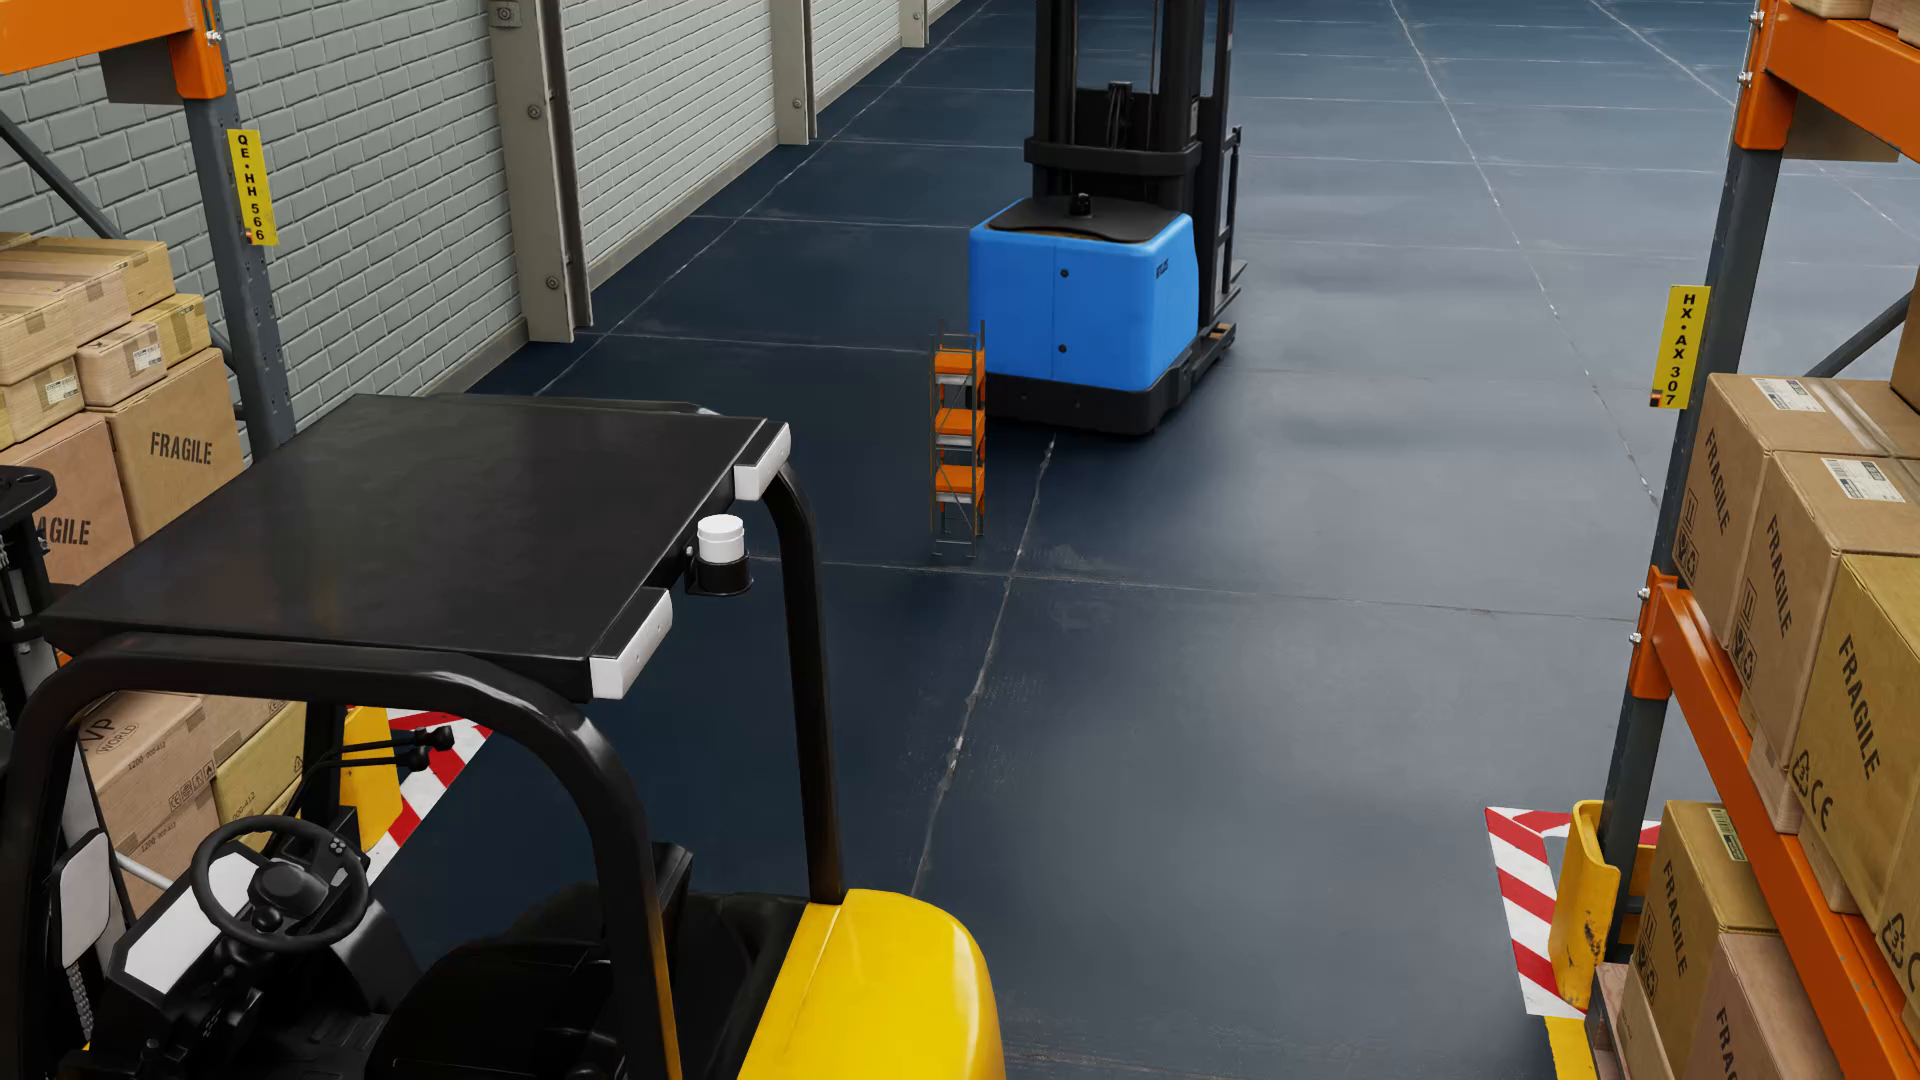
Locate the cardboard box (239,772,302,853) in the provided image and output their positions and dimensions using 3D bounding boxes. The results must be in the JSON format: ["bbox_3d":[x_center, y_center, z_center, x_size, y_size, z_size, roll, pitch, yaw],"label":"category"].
[{"bbox_3d":[-2.291,0.872,5.098,0.500,0.250,0.500,4,25,9],"label":"cardboard box"}]

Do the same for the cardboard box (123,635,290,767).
[{"bbox_3d":[-2.294,0.415,4.895,0.500,0.250,0.500,5,26,10],"label":"cardboard box"}]

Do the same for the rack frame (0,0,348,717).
[{"bbox_3d":[-2.526,-0.402,5.070,1.000,3.000,0.127,4,25,9],"label":"rack frame"}]

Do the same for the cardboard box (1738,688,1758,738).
[{"bbox_3d":[1.961,0.394,3.667,0.380,0.149,0.250,3,25,7],"label":"cardboard box"}]

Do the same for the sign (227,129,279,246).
[{"bbox_3d":[-1.993,-0.990,4.682,0.100,0.325,0.005,4,25,9],"label":"sign"}]

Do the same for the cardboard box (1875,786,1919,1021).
[{"bbox_3d":[1.782,0.583,2.498,0.500,0.500,0.500,4,25,7],"label":"cardboard box"}]

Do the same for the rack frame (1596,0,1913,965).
[{"bbox_3d":[2.371,-0.060,4.339,1.000,3.000,0.127,4,25,9],"label":"rack frame"}]

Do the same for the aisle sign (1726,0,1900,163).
[{"bbox_3d":[2.076,-1.284,3.889,0.394,0.787,0.004,4,25,9],"label":"aisle sign"}]

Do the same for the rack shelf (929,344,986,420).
[{"bbox_3d":[-0.009,-0.701,7.364,0.215,0.259,0.240,4,25,9],"label":"rack shelf"}]

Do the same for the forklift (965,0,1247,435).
[{"bbox_3d":[1.056,-2.479,9.588,1.130,2.935,3.031,10,27,20],"label":"forklift"}]

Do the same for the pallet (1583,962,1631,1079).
[{"bbox_3d":[2.191,1.572,4.142,1.003,0.211,1.213,4,25,9],"label":"pallet"}]

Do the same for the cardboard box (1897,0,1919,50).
[{"bbox_3d":[1.965,-0.964,3.029,0.380,0.149,0.250,5,25,10],"label":"cardboard box"}]

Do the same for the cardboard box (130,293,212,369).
[{"bbox_3d":[-2.307,-0.577,4.560,0.380,0.149,0.250,4,25,9],"label":"cardboard box"}]

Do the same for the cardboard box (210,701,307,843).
[{"bbox_3d":[-2.297,0.652,4.977,0.500,0.250,0.500,4,25,8],"label":"cardboard box"}]

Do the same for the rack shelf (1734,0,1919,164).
[{"bbox_3d":[2.044,-0.256,2.069,1.077,0.370,4.000,4,25,9],"label":"rack shelf"}]

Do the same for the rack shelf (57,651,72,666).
[{"bbox_3d":[-2.853,0.760,3.436,1.077,0.370,4.000,4,25,9],"label":"rack shelf"}]

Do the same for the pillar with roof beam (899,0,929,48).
[{"bbox_3d":[3.660,-10.120,18.756,9.100,9.000,0.400,4,25,9],"label":"pillar with roof beam"}]

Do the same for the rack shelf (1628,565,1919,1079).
[{"bbox_3d":[2.044,1.103,2.705,1.077,0.370,4.000,4,25,9],"label":"rack shelf"}]

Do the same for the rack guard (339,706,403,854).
[{"bbox_3d":[-2.522,0.720,5.622,1.175,0.500,0.348,4,25,9],"label":"rack guard"}]

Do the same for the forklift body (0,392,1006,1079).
[{"bbox_3d":[-1.036,0.902,3.286,2.313,2.155,1.214,4,25,9],"label":"forklift body"}]

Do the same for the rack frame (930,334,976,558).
[{"bbox_3d":[-0.029,-0.402,7.371,0.200,1.050,0.008,4,25,9],"label":"rack frame"}]

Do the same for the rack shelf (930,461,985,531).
[{"bbox_3d":[-0.009,-0.192,7.602,0.215,0.259,0.240,4,25,9],"label":"rack shelf"}]

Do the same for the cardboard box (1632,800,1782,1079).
[{"bbox_3d":[1.963,0.984,3.973,0.500,0.500,0.500,3,25,7],"label":"cardboard box"}]

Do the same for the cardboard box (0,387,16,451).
[{"bbox_3d":[-2.474,-0.261,3.885,0.380,0.149,0.250,4,25,8],"label":"cardboard box"}]

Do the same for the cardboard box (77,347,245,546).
[{"bbox_3d":[-2.348,-0.223,4.571,0.500,0.500,0.500,3,25,7],"label":"cardboard box"}]

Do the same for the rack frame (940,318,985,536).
[{"bbox_3d":[0.011,-0.504,7.589,0.200,1.050,0.008,4,25,9],"label":"rack frame"}]

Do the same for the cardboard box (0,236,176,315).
[{"bbox_3d":[-2.377,-0.711,4.497,0.380,0.149,0.250,4,25,9],"label":"cardboard box"}]

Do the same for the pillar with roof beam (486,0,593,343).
[{"bbox_3d":[1.698,-5.101,8.034,9.100,9.000,0.400,4,25,9],"label":"pillar with roof beam"}]

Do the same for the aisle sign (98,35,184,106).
[{"bbox_3d":[-2.226,-1.586,4.535,0.394,0.787,0.004,4,25,9],"label":"aisle sign"}]

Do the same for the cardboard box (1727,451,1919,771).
[{"bbox_3d":[1.939,0.156,3.409,0.500,0.500,0.500,5,26,10],"label":"cardboard box"}]

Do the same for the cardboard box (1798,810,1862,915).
[{"bbox_3d":[1.865,0.607,3.211,0.380,0.149,0.250,5,25,10],"label":"cardboard box"}]

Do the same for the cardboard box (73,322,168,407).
[{"bbox_3d":[-2.319,-0.468,4.328,0.380,0.149,0.250,4,25,9],"label":"cardboard box"}]

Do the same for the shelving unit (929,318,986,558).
[{"bbox_3d":[-0.009,-0.453,7.480,0.215,1.050,0.252,4,25,9],"label":"shelving unit"}]

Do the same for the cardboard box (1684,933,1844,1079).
[{"bbox_3d":[1.882,1.203,3.505,0.500,0.500,0.500,3,25,7],"label":"cardboard box"}]

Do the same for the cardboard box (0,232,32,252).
[{"bbox_3d":[-2.792,-0.750,4.580,0.380,0.149,0.250,4,25,8],"label":"cardboard box"}]

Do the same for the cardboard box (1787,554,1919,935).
[{"bbox_3d":[1.857,0.369,2.954,0.500,0.500,0.500,4,25,7],"label":"cardboard box"}]

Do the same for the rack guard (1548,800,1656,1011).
[{"bbox_3d":[2.359,1.104,4.801,1.175,0.500,0.348,4,25,9],"label":"rack guard"}]

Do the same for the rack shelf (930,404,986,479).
[{"bbox_3d":[-0.009,-0.444,7.484,0.215,0.259,0.240,4,25,9],"label":"rack shelf"}]

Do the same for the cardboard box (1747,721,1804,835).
[{"bbox_3d":[1.874,0.497,3.447,0.380,0.149,0.250,4,25,9],"label":"cardboard box"}]

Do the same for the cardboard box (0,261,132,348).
[{"bbox_3d":[-2.387,-0.606,4.272,0.380,0.149,0.250,4,25,9],"label":"cardboard box"}]

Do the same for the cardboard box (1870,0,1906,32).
[{"bbox_3d":[2.042,-1.072,3.260,0.380,0.149,0.250,3,25,7],"label":"cardboard box"}]

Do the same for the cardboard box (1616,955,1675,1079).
[{"bbox_3d":[1.967,1.314,4.153,0.500,0.250,0.500,4,25,8],"label":"cardboard box"}]

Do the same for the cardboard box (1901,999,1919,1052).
[{"bbox_3d":[1.809,0.830,2.734,0.380,0.149,0.250,3,25,7],"label":"cardboard box"}]

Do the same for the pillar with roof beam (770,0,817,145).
[{"bbox_3d":[2.679,-7.611,13.395,9.100,9.000,0.400,4,25,9],"label":"pillar with roof beam"}]

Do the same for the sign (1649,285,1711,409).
[{"bbox_3d":[1.836,-0.489,4.236,0.100,0.325,0.005,4,25,9],"label":"sign"}]

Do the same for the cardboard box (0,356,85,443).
[{"bbox_3d":[-2.422,-0.363,4.105,0.380,0.149,0.250,4,25,10],"label":"cardboard box"}]

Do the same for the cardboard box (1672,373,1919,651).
[{"bbox_3d":[2.020,-0.061,3.873,0.500,0.500,0.500,4,25,8],"label":"cardboard box"}]

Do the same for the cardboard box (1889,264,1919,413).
[{"bbox_3d":[2.503,-0.464,3.554,0.700,0.500,0.500,3,25,7],"label":"cardboard box"}]

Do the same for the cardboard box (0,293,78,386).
[{"bbox_3d":[-2.403,-0.495,4.035,0.380,0.149,0.250,5,25,10],"label":"cardboard box"}]

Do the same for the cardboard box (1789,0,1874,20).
[{"bbox_3d":[1.997,-1.188,3.508,0.380,0.149,0.250,4,25,9],"label":"cardboard box"}]

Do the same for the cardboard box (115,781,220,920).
[{"bbox_3d":[-2.390,0.861,4.531,0.500,0.250,0.500,4,25,8],"label":"cardboard box"}]

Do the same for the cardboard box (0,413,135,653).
[{"bbox_3d":[-2.442,-0.007,4.108,0.500,0.500,0.500,5,26,10],"label":"cardboard box"}]

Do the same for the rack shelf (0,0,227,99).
[{"bbox_3d":[-2.853,-0.598,2.800,1.077,0.370,4.000,4,25,9],"label":"rack shelf"}]

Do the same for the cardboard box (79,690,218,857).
[{"bbox_3d":[-2.372,0.629,4.438,0.500,0.250,0.500,4,25,9],"label":"cardboard box"}]
